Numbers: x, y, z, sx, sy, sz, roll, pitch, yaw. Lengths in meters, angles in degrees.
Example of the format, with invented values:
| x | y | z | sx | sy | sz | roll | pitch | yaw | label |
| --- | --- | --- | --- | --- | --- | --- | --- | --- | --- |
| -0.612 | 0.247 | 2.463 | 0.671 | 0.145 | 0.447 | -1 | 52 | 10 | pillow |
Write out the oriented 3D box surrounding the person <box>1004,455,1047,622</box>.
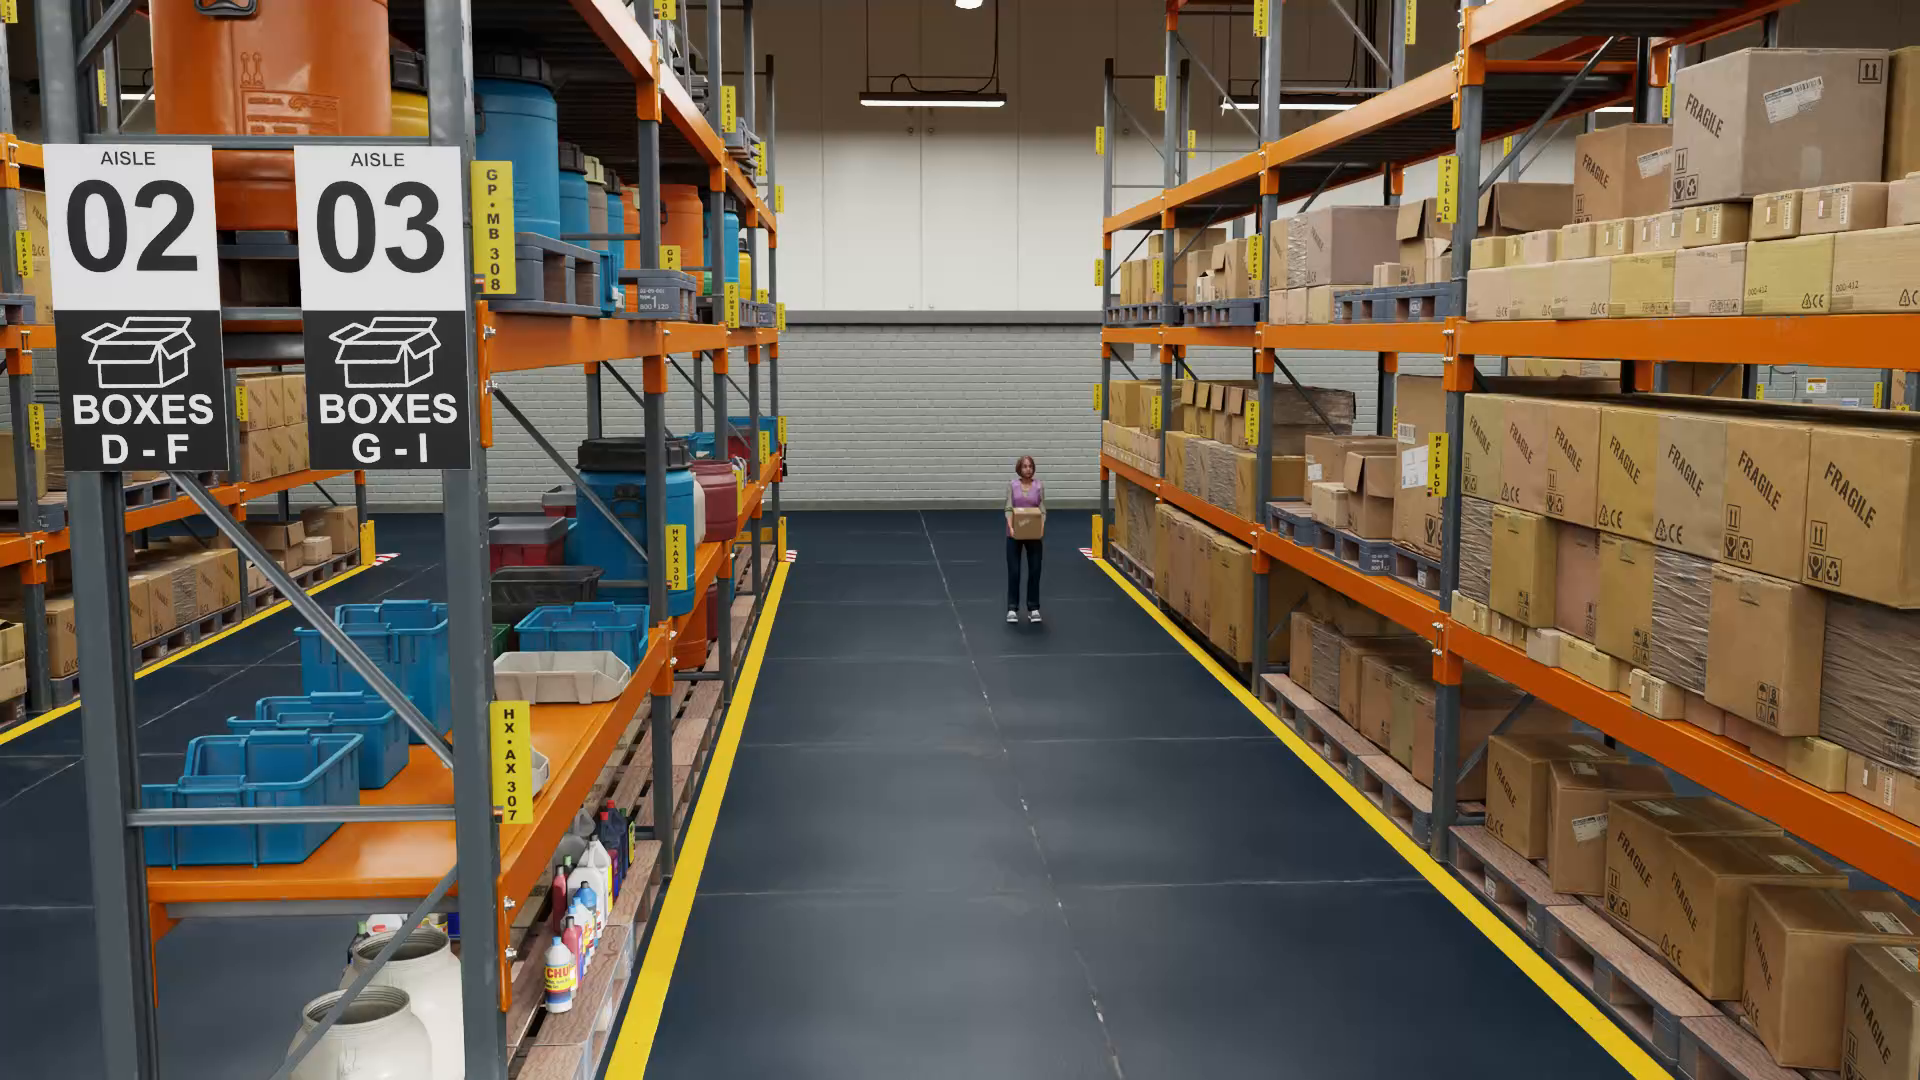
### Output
| x | y | z | sx | sy | sz | roll | pitch | yaw | label |
| --- | --- | --- | --- | --- | --- | --- | --- | --- | --- |
| 0.626 | -0.004 | 15.858 | 0.406 | 1.588 | 0.500 | 0 | 7 | -3 | person |
